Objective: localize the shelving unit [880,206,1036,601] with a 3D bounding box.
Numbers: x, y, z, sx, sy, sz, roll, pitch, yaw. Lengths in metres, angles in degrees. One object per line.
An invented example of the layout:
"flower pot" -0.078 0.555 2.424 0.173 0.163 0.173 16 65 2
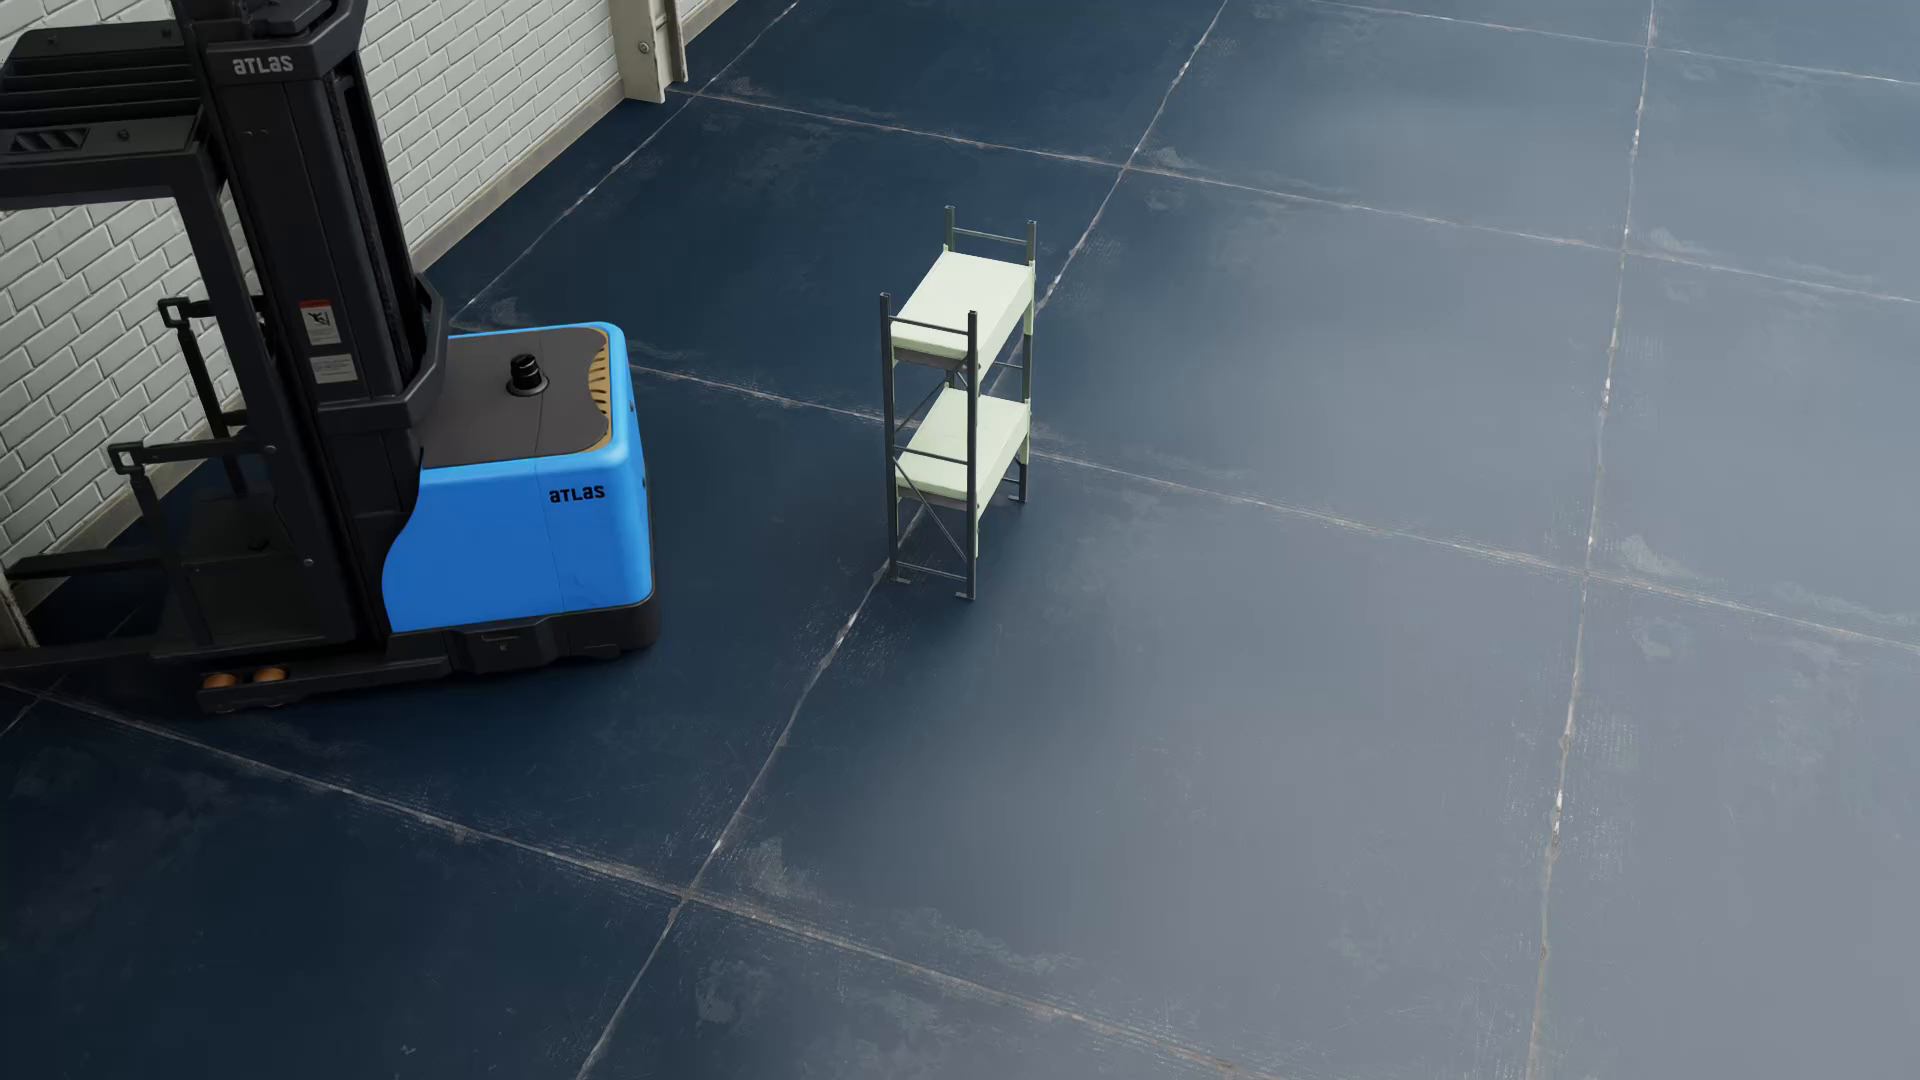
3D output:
"shelving unit" 0.002 -0.575 7.222 0.431 1.500 0.755 13 42 15

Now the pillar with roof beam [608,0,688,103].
"pillar with roof beam" 1.970 -5.544 7.268 9.100 9.000 0.400 13 42 15

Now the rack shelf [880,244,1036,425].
"rack shelf" 0.002 -0.872 6.968 0.431 0.370 0.720 13 42 15

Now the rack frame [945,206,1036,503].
"rack frame" 0.127 -0.798 7.483 0.400 1.500 0.023 13 42 15

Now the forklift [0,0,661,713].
"forklift" -2.849 -0.774 6.353 3.031 2.935 1.130 -7 41 -8

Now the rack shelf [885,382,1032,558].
"rack shelf" 0.002 -0.327 7.433 0.431 0.370 0.720 13 42 15

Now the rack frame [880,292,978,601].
"rack frame" -0.123 -0.351 6.960 0.400 1.500 0.023 13 42 15
